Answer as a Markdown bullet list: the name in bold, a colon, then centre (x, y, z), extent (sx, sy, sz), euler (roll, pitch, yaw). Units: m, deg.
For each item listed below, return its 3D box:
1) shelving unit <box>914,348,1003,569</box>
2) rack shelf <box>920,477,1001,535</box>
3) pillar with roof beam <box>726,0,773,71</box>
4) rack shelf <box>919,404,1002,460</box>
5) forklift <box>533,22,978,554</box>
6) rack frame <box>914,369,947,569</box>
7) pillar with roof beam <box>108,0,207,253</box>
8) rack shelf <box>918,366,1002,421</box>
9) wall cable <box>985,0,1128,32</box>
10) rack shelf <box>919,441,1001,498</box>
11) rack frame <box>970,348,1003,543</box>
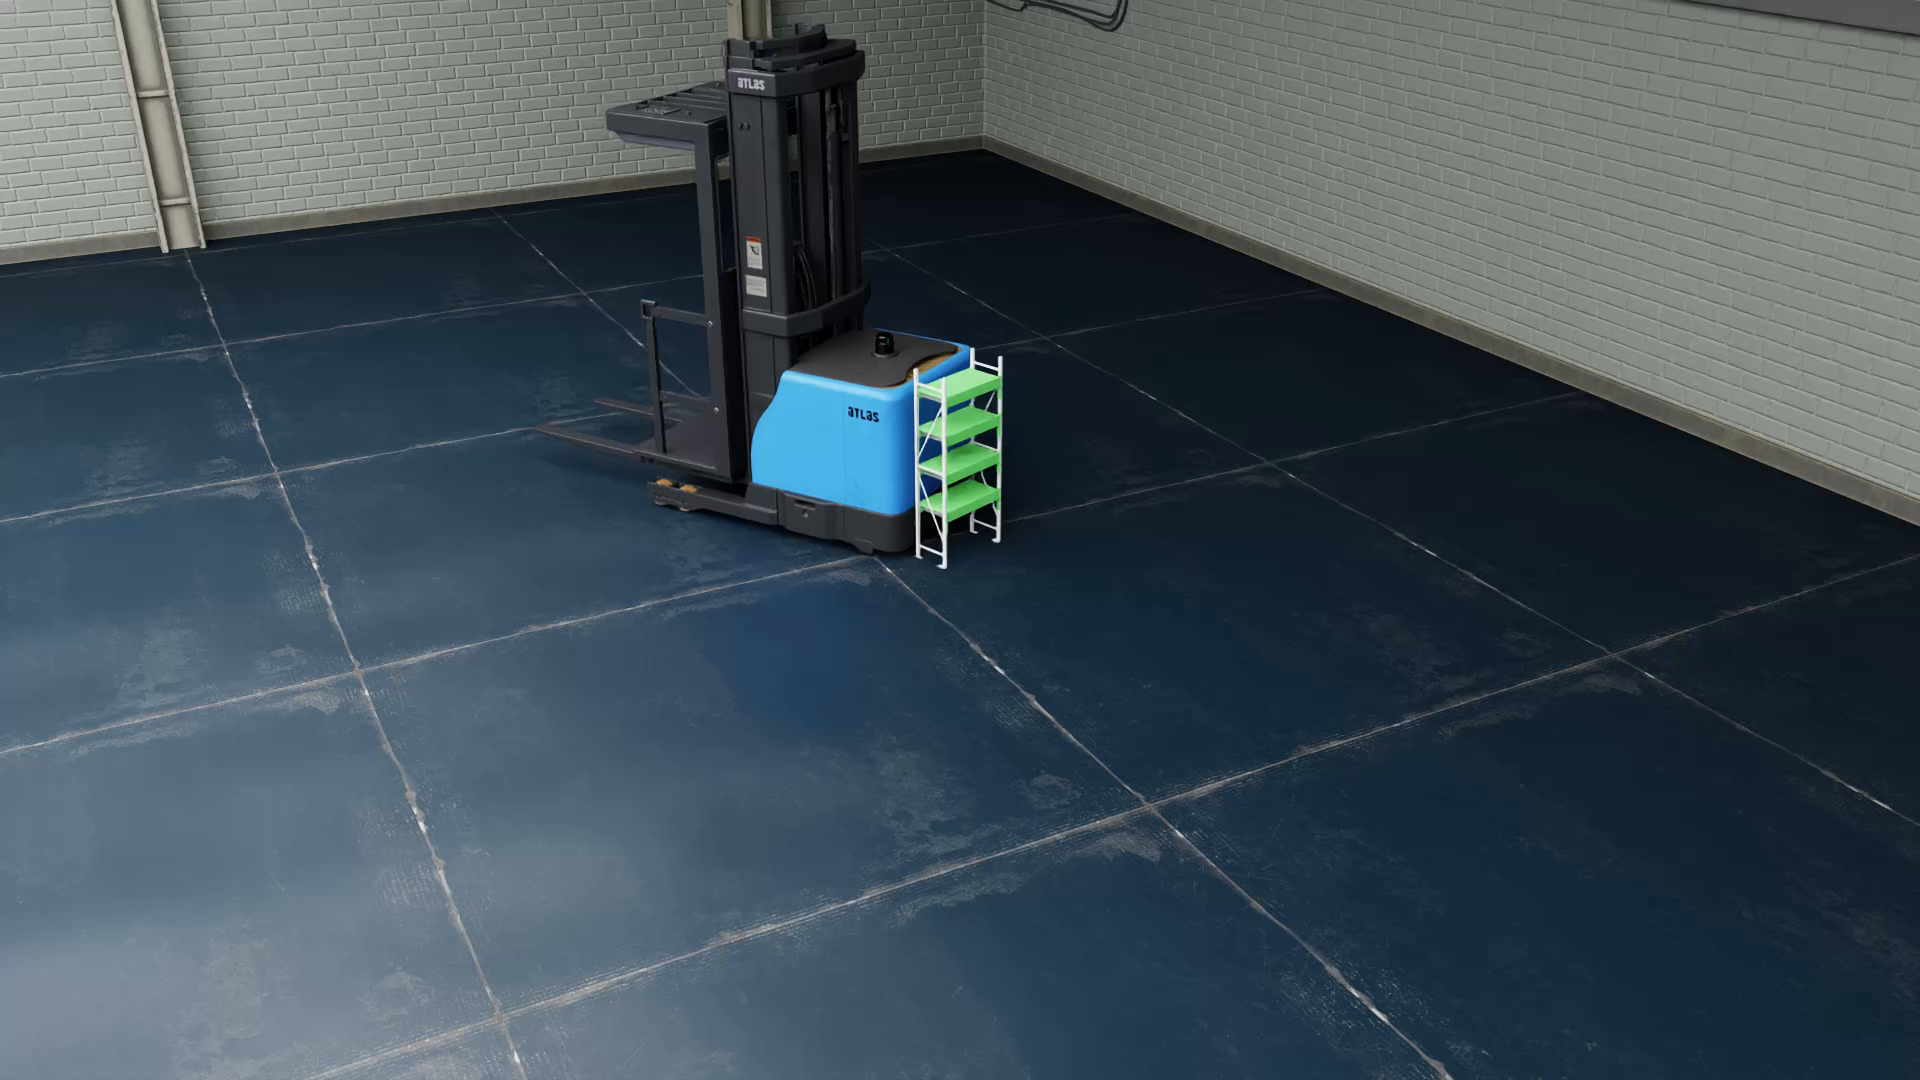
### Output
- **shelving unit**: centre (-0.008, -0.483, 9.870), extent (0.258, 1.200, 0.503), euler (21, 33, 37)
- **rack shelf**: centre (-0.008, -0.209, 10.001), extent (0.258, 0.148, 0.480), euler (21, 33, 37)
- **pillar with roof beam**: centre (-0.253, -6.498, 13.387), extent (0.400, 9.000, 9.100), euler (-13, 29, -25)
- **rack shelf**: centre (-0.008, -0.642, 9.793), extent (0.258, 0.148, 0.480), euler (21, 33, 37)
- **forklift**: centre (-1.426, -1.686, 10.375), extent (3.031, 2.935, 1.130), euler (14, 29, 26)
- **rack frame**: centre (-0.171, -0.404, 9.706), extent (0.240, 1.200, 0.015), euler (21, 33, 37)
- **pillar with roof beam**: centre (-5.547, -5.276, 10.842), extent (0.400, 9.000, 9.100), euler (-13, 29, -25)
- **rack shelf**: centre (-0.008, -0.858, 9.689), extent (0.258, 0.148, 0.480), euler (21, 33, 37)
- **wall cable**: centre (0.943, -6.837, 17.681), extent (0.112, 2.526, 3.097), euler (-13, 29, -25)
- **rack shelf**: centre (-0.008, -0.425, 9.897), extent (0.258, 0.148, 0.480), euler (21, 33, 37)
- **rack frame**: centre (0.156, -0.561, 10.033), extent (0.240, 1.200, 0.015), euler (21, 33, 37)
